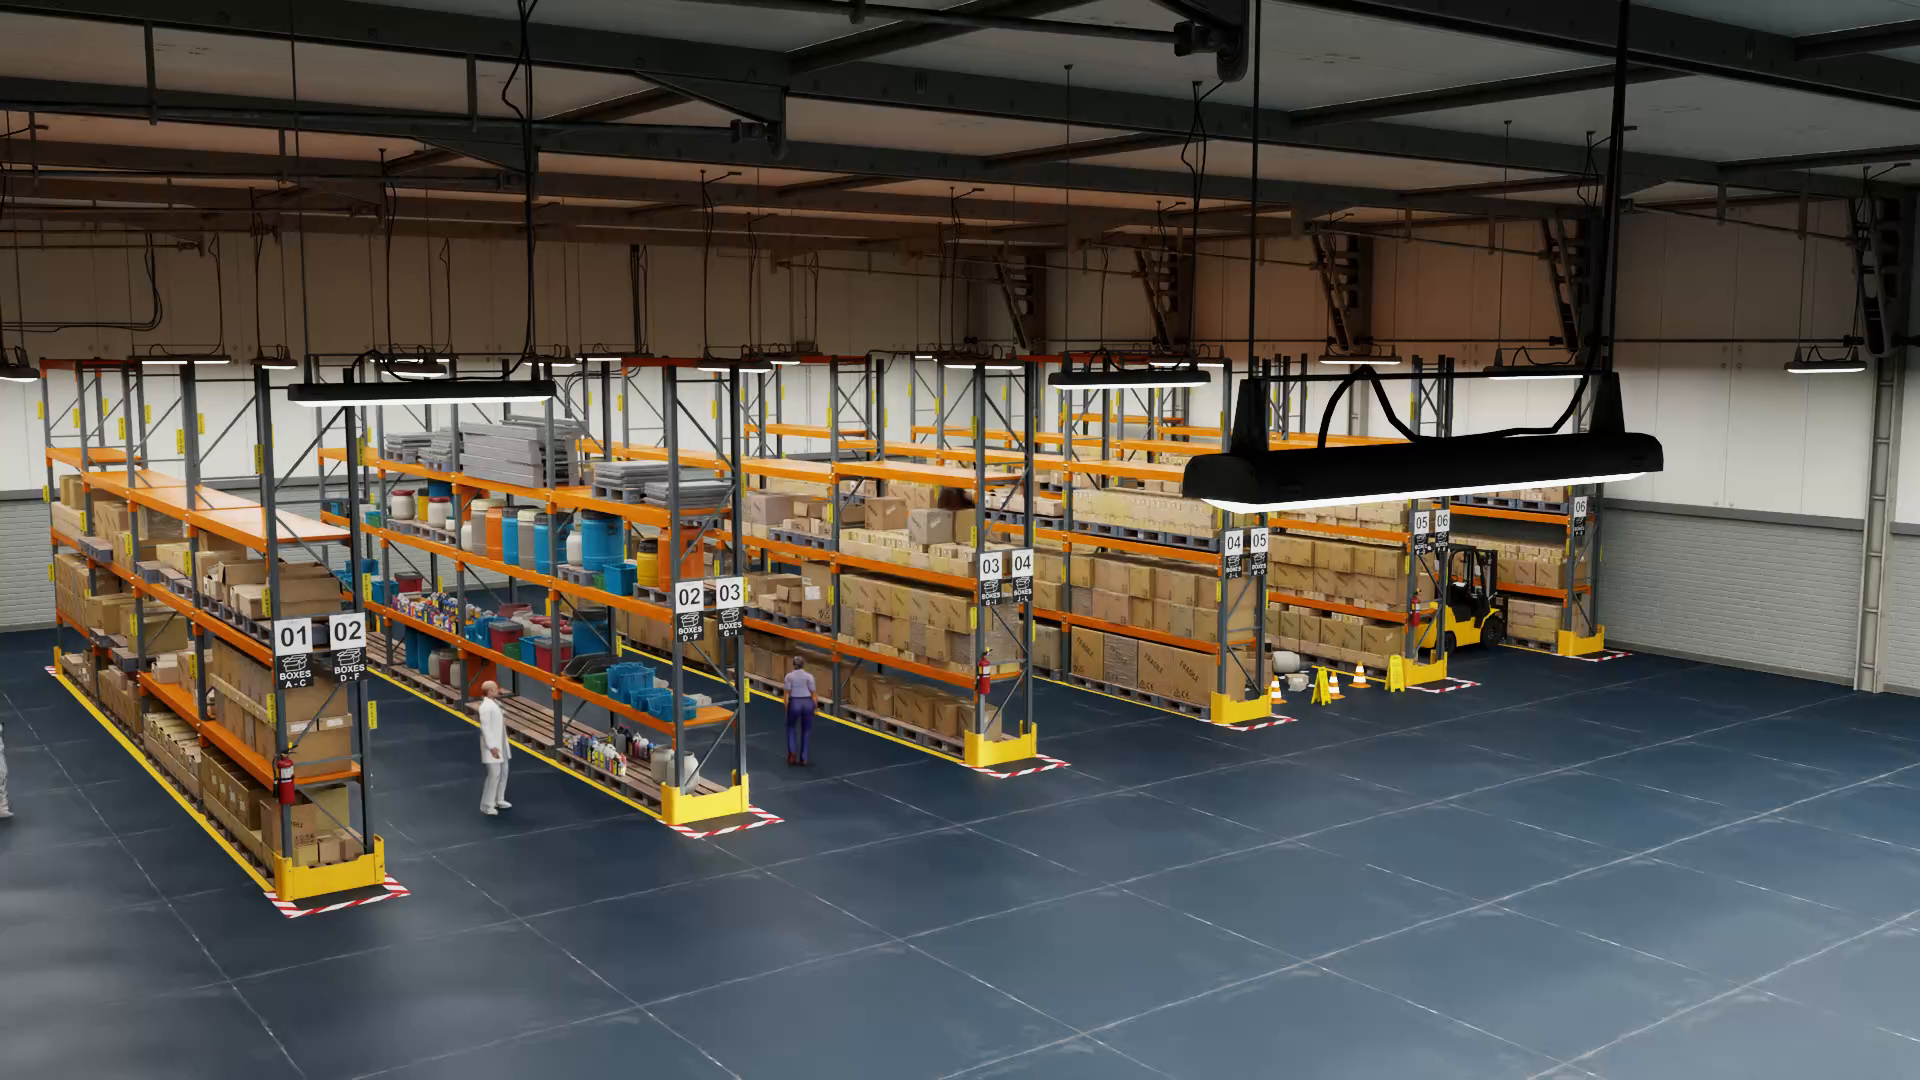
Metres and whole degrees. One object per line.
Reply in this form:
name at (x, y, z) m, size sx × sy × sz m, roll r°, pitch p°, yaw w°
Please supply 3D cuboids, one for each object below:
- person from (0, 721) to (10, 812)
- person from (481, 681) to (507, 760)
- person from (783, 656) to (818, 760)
person at (-12.974, 2.933, 22.136) m, size 0.485 × 1.406 × 0.842 m, roll -6°, pitch 9°, yaw -43°
person at (-6.281, 2.405, 22.450) m, size 0.421 × 1.042 × 0.598 m, roll 2°, pitch 7°, yaw 15°
person at (-2.385, 2.484, 24.902) m, size 0.506 × 1.564 × 0.461 m, roll 0°, pitch 7°, yaw -3°
